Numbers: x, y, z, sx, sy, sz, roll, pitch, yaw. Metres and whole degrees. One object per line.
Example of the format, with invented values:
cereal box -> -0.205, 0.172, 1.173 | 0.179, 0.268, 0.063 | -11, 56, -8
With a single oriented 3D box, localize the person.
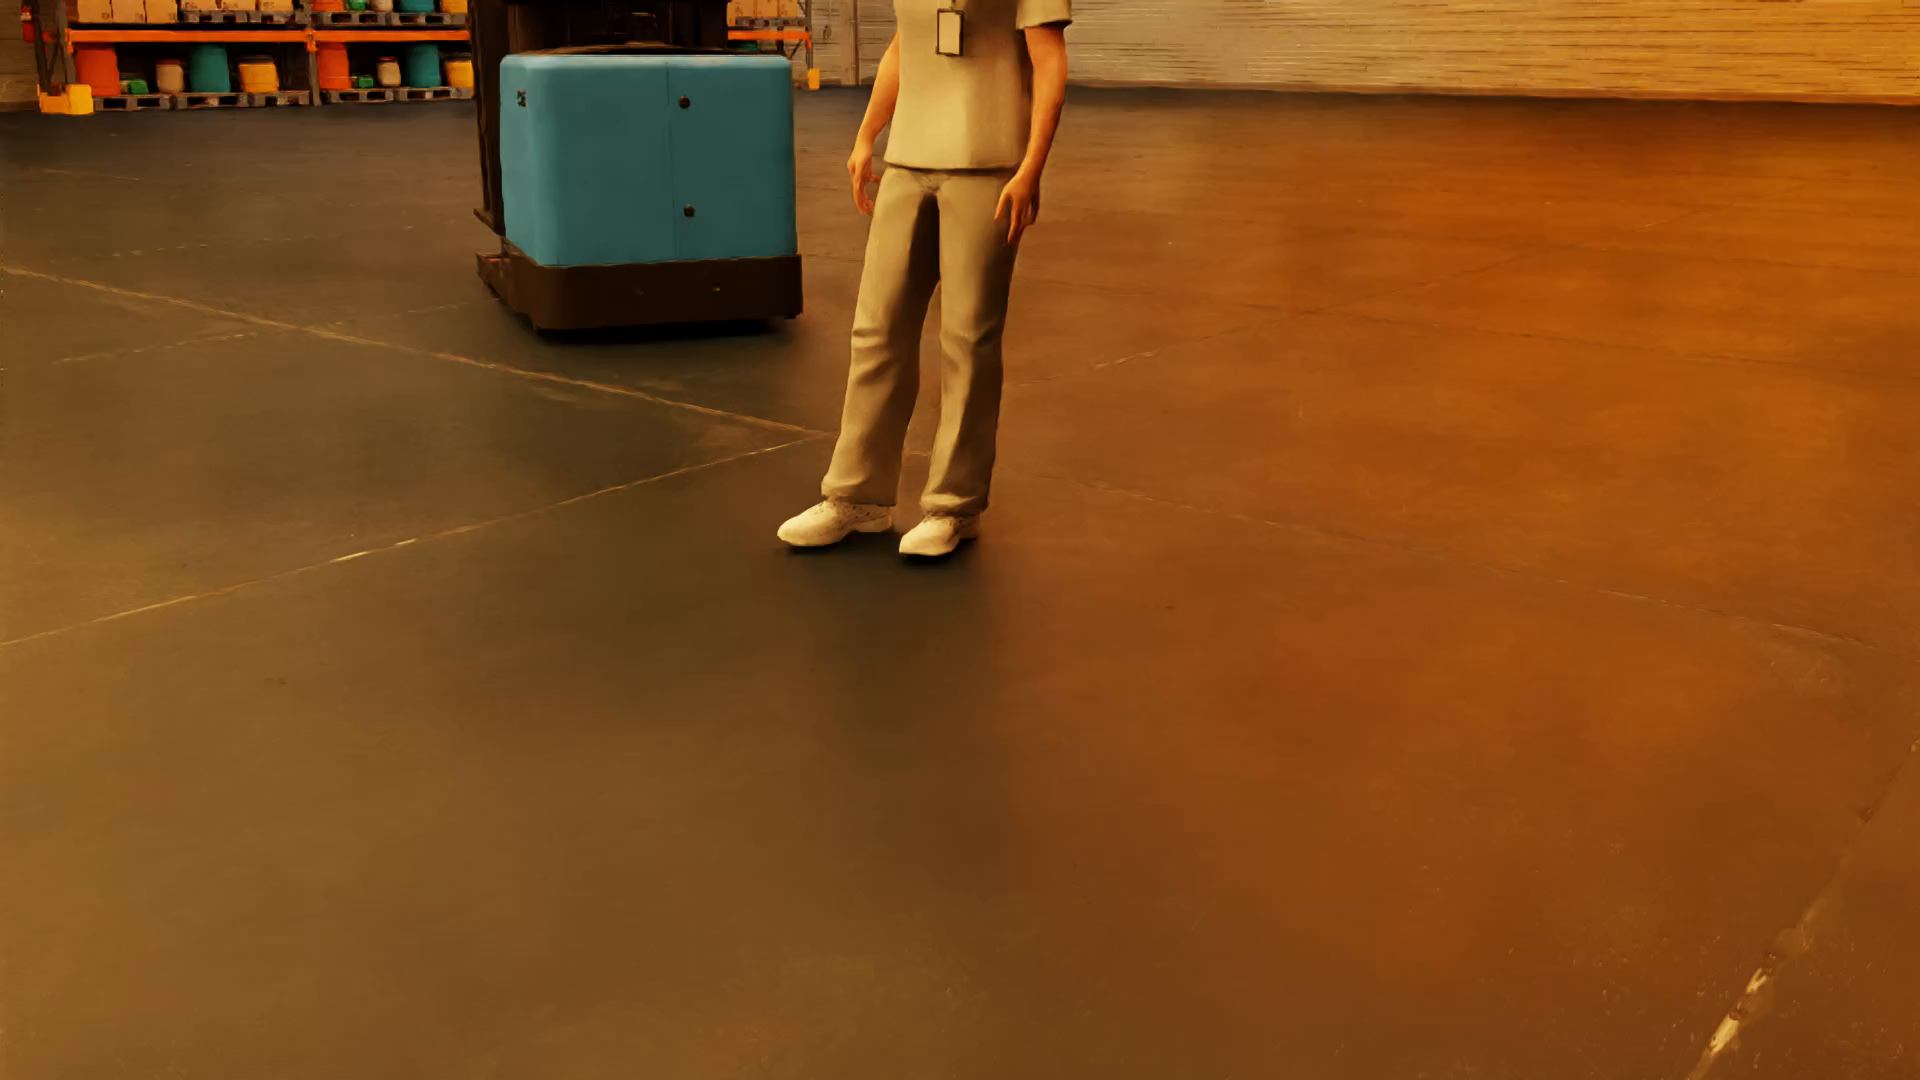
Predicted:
person -> -0.057, -0.794, 3.650 | 0.550, 1.674, 0.548 | 13, 21, 37

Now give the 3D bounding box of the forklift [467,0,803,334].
forklift -> -1.655, -2.590, 7.428 | 1.130, 2.935, 3.031 | -7, 18, -21
